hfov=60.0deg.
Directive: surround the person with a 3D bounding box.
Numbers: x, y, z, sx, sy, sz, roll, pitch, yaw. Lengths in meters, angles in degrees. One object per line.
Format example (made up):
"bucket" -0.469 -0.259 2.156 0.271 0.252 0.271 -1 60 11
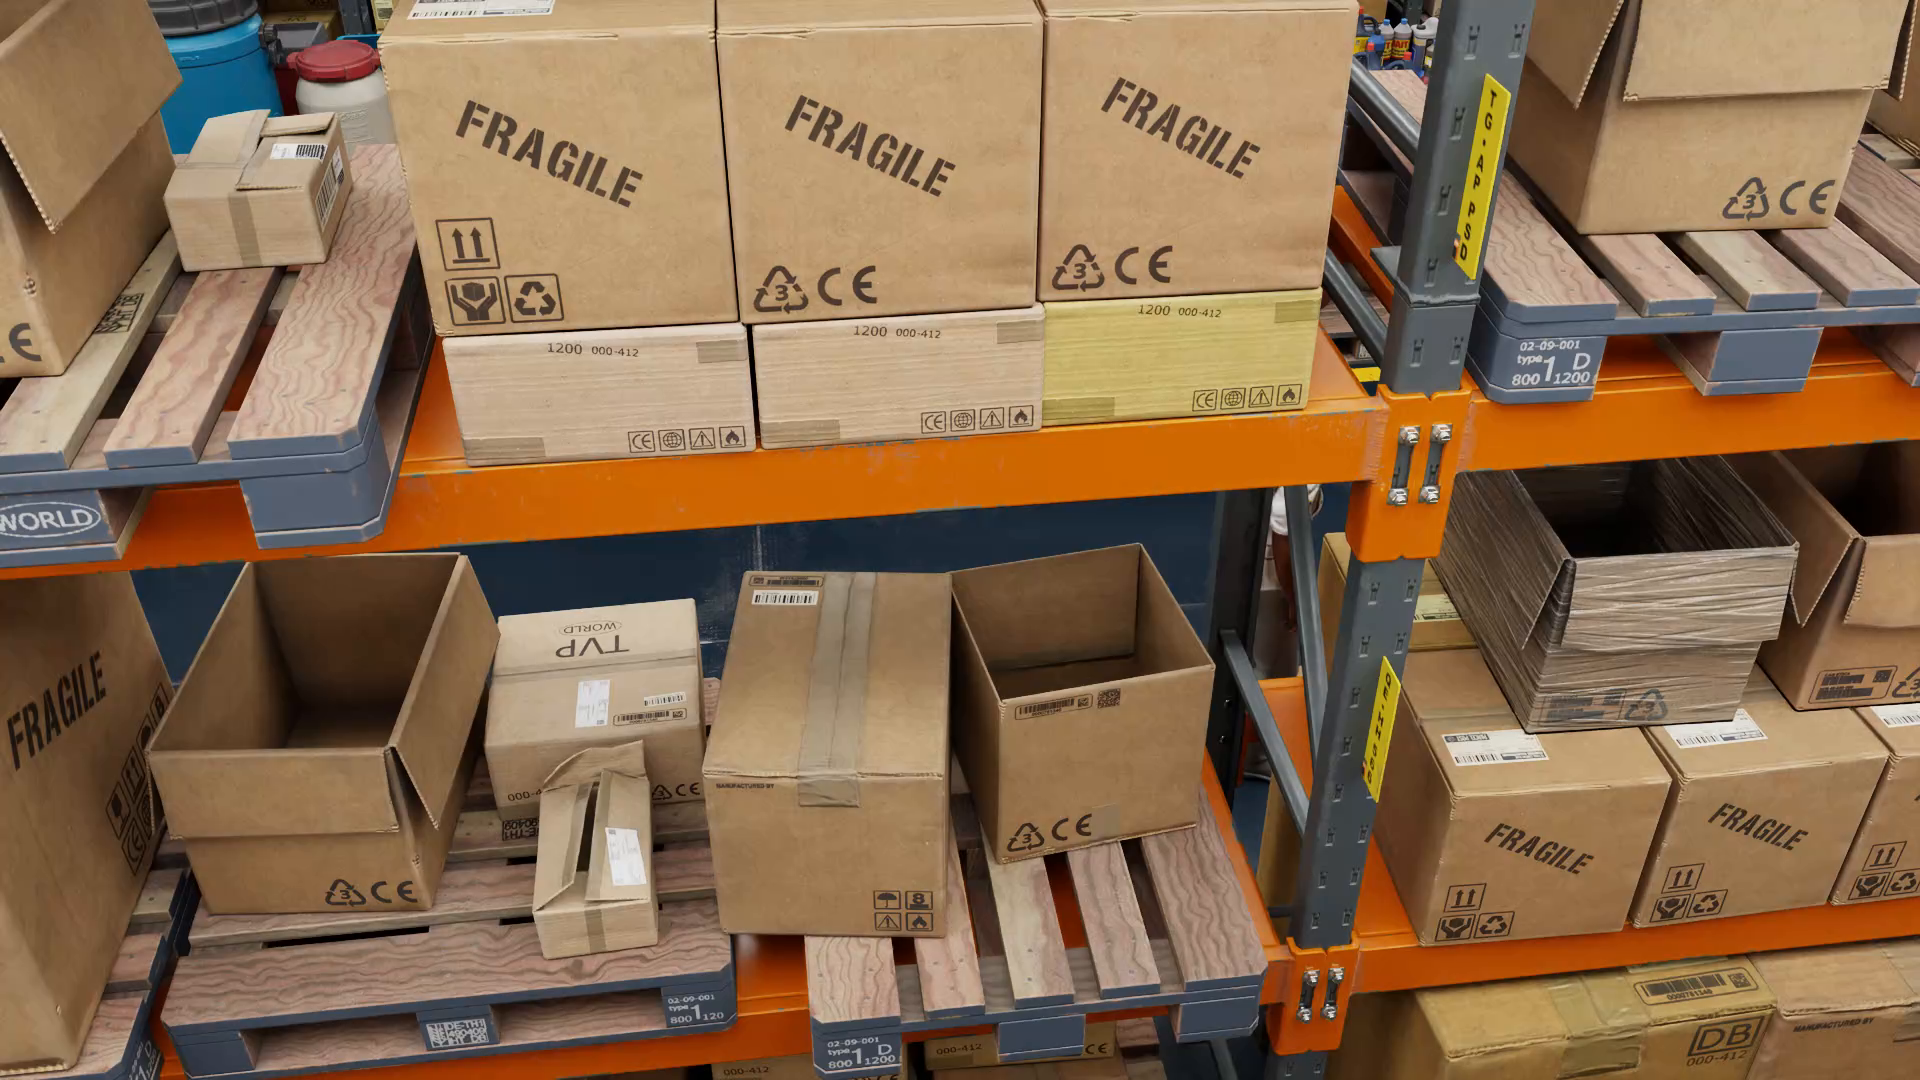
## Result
"person" 1.122 0.108 5.990 0.391 1.660 0.506 -4 35 -6
